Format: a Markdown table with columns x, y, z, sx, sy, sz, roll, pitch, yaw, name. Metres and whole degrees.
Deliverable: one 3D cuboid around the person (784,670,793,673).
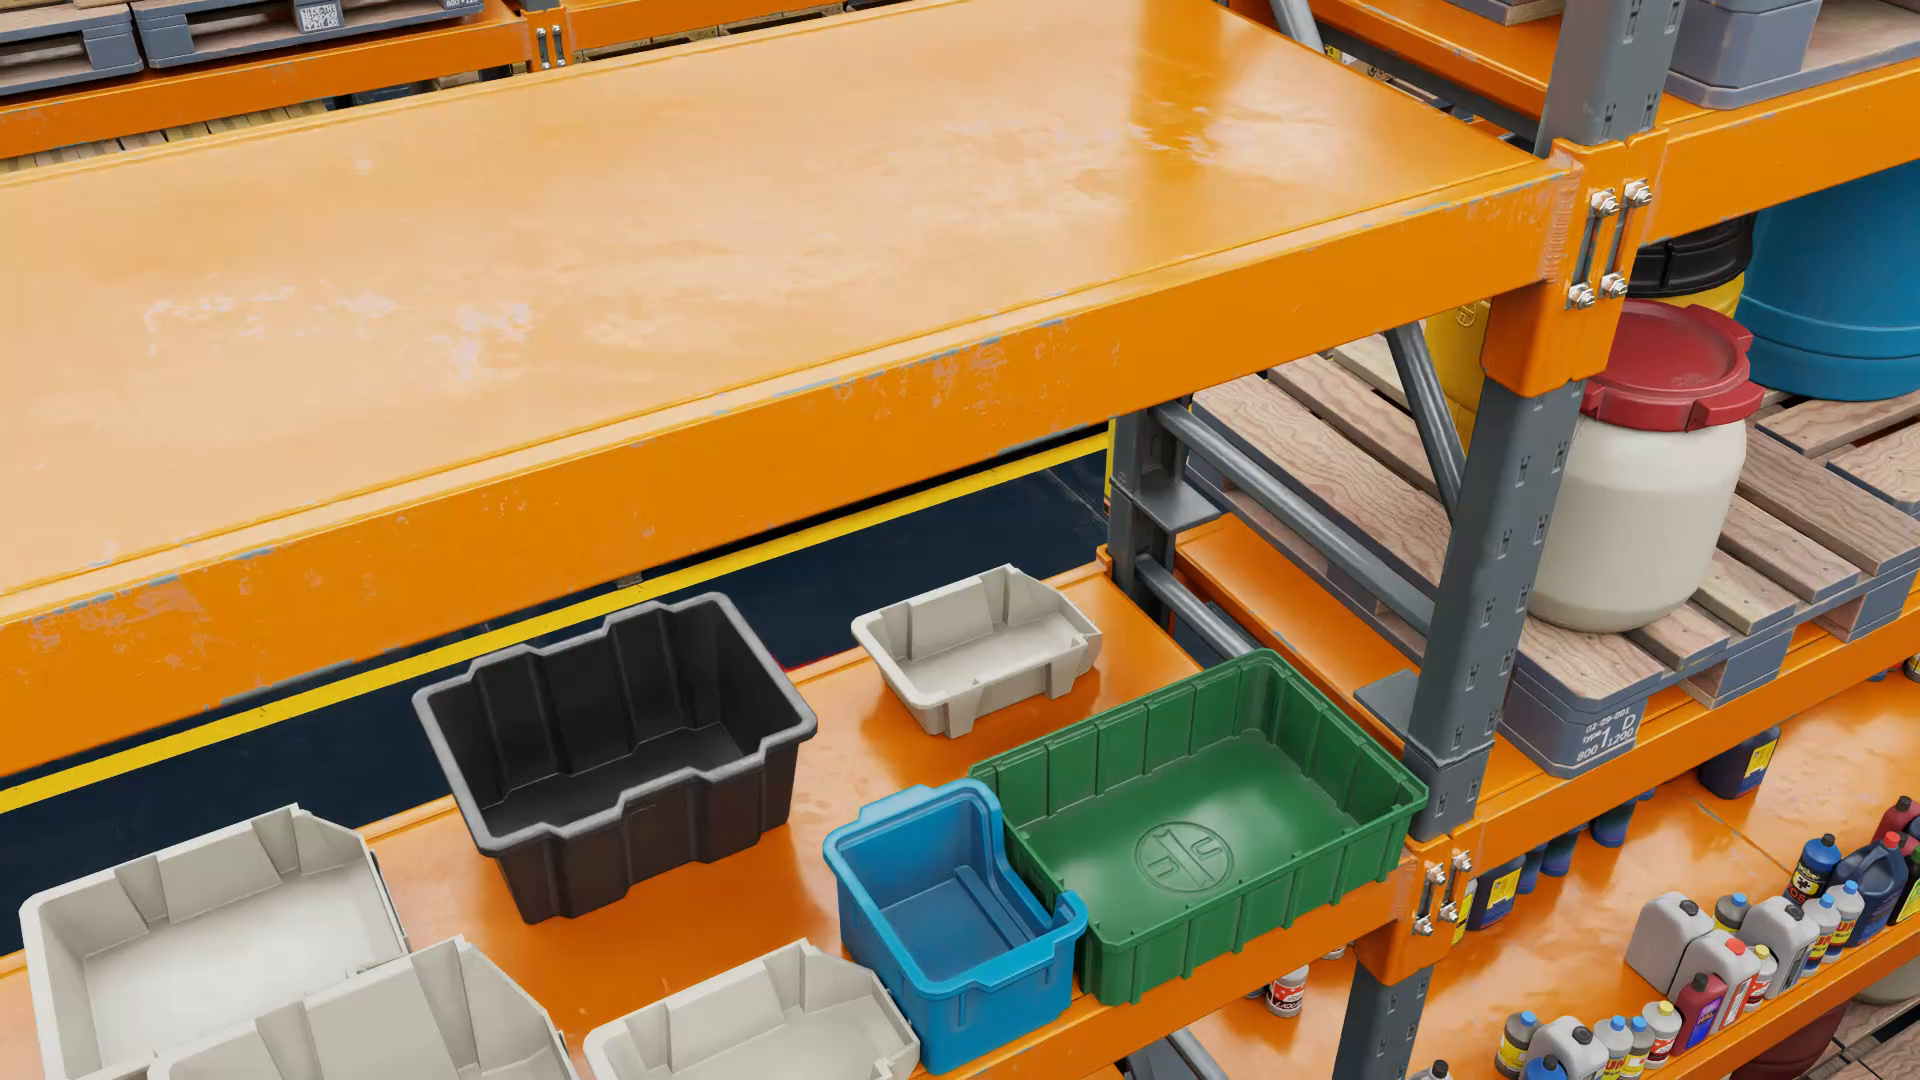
| x | y | z | sx | sy | sz | roll | pitch | yaw | name |
| --- | --- | --- | --- | --- | --- | --- | --- | --- | --- |
| -0.624 | 0.832 | 6.561 | 0.860 | 0.858 | 0.553 | -19 | 41 | -24 | person |
